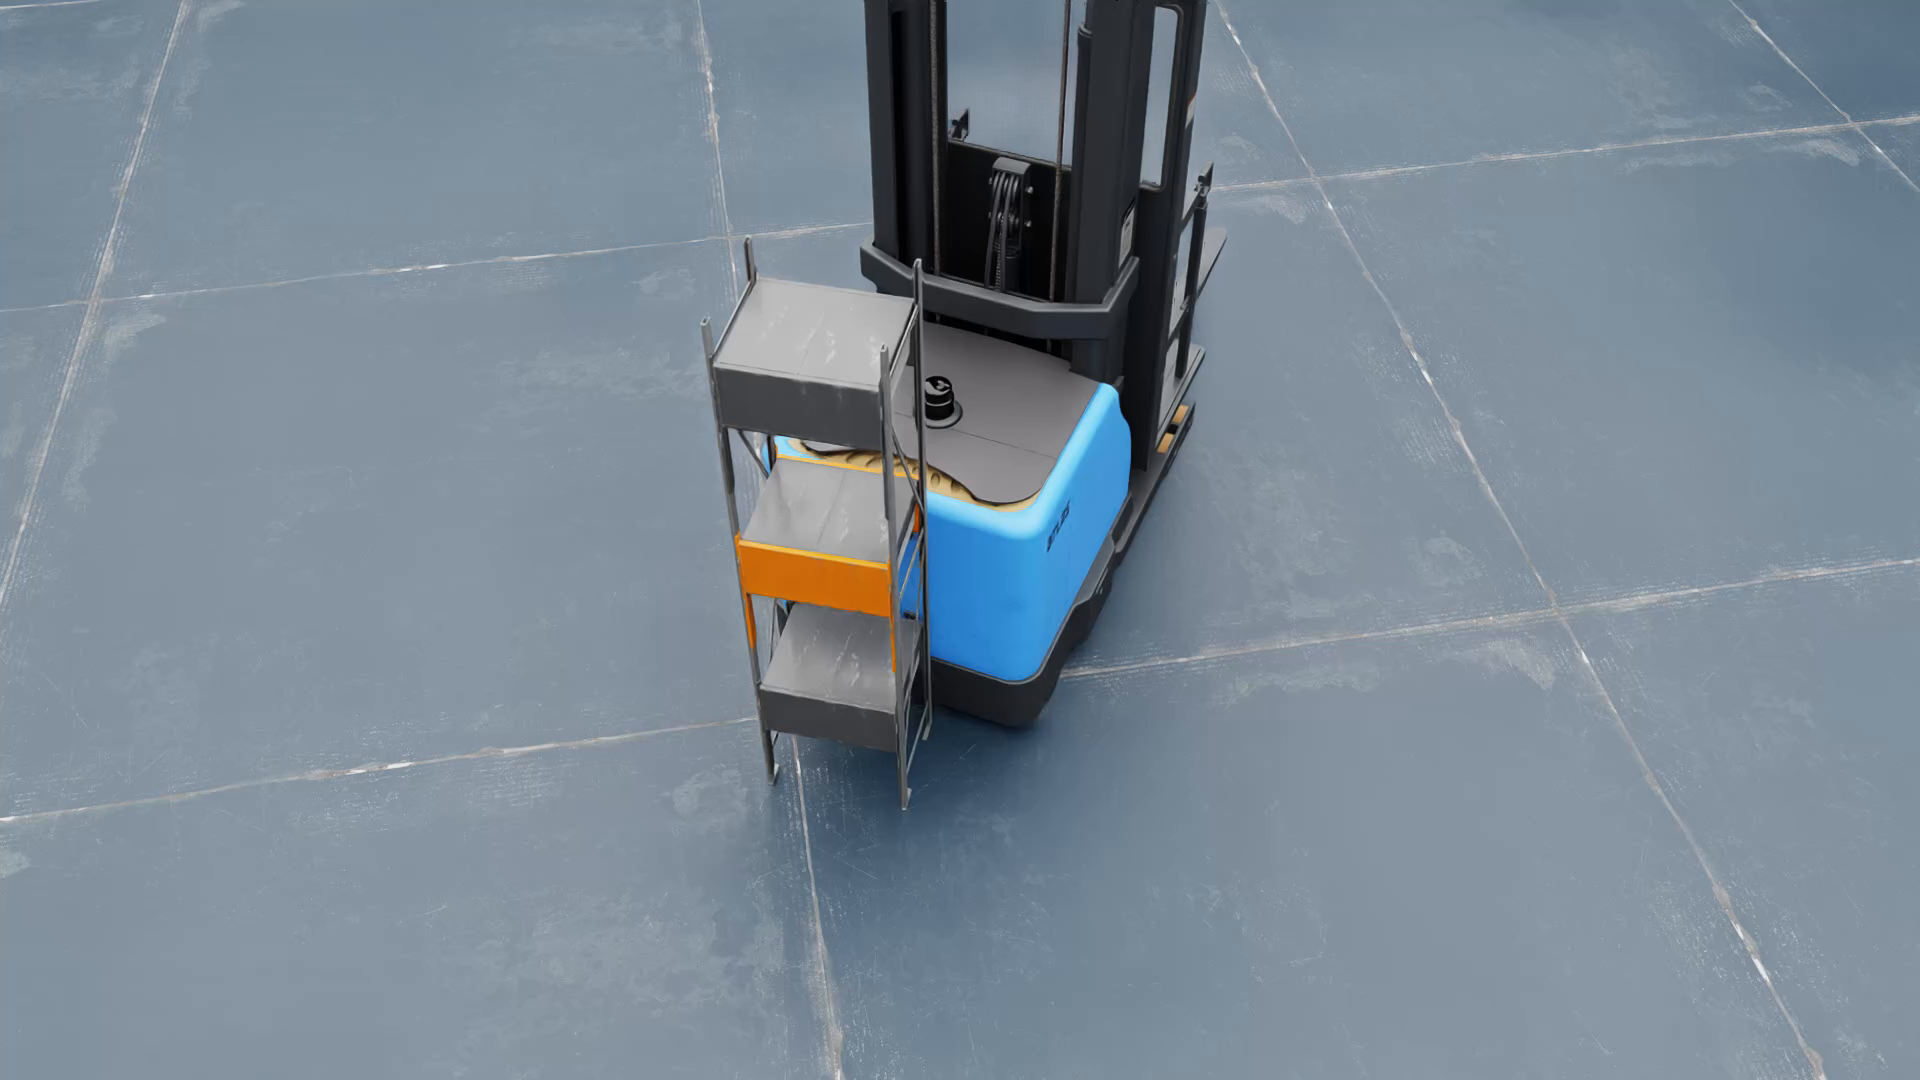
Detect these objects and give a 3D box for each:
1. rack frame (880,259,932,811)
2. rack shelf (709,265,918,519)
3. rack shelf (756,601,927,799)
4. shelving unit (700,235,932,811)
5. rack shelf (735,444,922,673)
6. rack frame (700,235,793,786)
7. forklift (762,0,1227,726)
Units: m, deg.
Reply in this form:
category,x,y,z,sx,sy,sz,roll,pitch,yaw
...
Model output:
category,x,y,z,sx,sy,sz,roll,pitch,yaw
rack frame,-0.155,0.089,5.202,0.015,2.100,0.400,9,47,9
rack shelf,-0.395,-0.420,4.740,0.480,0.518,0.431,9,47,9
rack shelf,-0.392,0.539,5.759,0.480,0.518,0.431,9,47,9
shelving unit,-0.393,0.050,5.240,0.503,2.100,0.431,9,47,9
rack shelf,-0.393,0.059,5.249,0.480,0.518,0.431,9,47,9
rack frame,-0.631,0.011,5.277,0.015,2.100,0.400,9,47,9
forklift,0.360,-1.422,6.085,1.130,2.935,3.031,17,48,16
